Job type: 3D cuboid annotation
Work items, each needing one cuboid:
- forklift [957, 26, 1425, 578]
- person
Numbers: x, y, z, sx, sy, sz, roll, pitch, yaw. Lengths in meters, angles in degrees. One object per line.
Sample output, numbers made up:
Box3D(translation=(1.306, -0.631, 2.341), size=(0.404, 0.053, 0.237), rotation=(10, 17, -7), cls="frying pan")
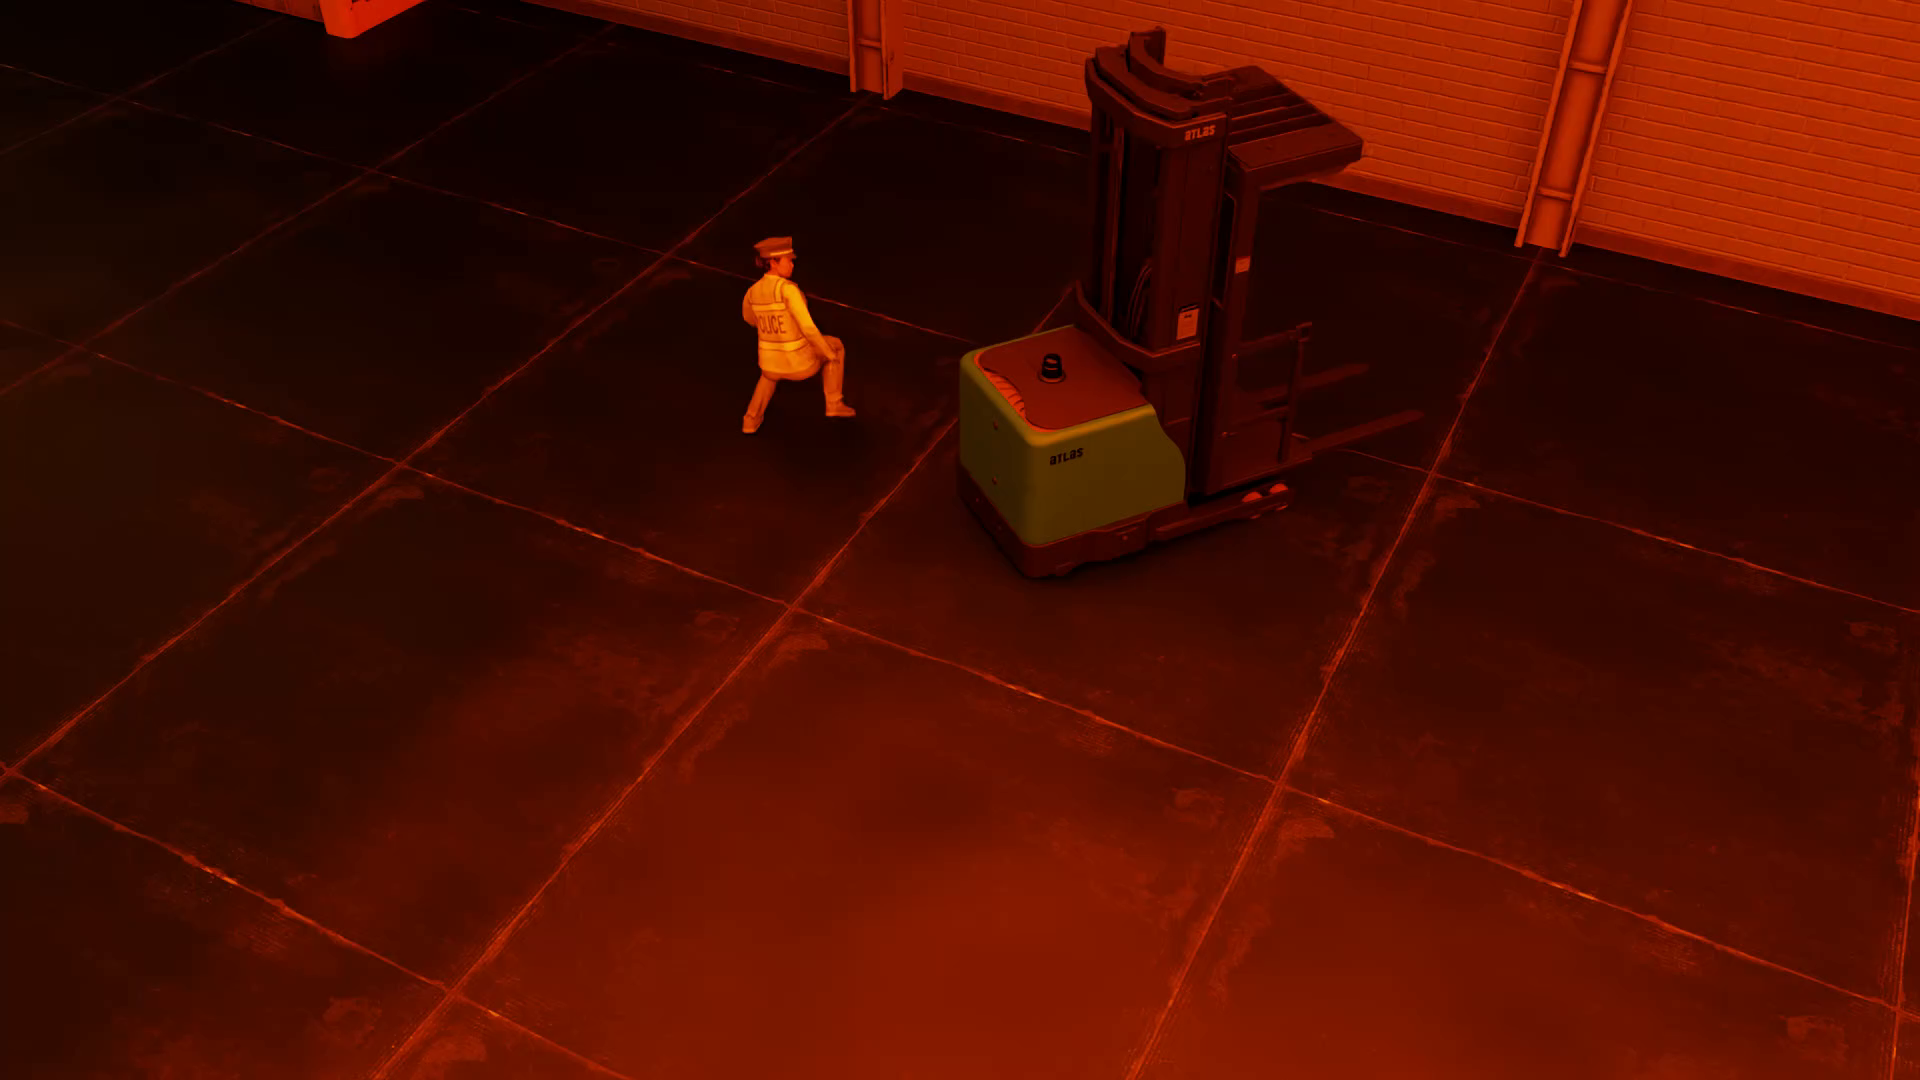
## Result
Box3D(translation=(1.540, -1.545, 9.821), size=(3.031, 2.935, 1.130), rotation=(-17, 43, -19), cls="forklift")
Box3D(translation=(-1.085, -1.271, 10.695), size=(0.744, 1.456, 0.620), rotation=(15, 42, 17), cls="person")
